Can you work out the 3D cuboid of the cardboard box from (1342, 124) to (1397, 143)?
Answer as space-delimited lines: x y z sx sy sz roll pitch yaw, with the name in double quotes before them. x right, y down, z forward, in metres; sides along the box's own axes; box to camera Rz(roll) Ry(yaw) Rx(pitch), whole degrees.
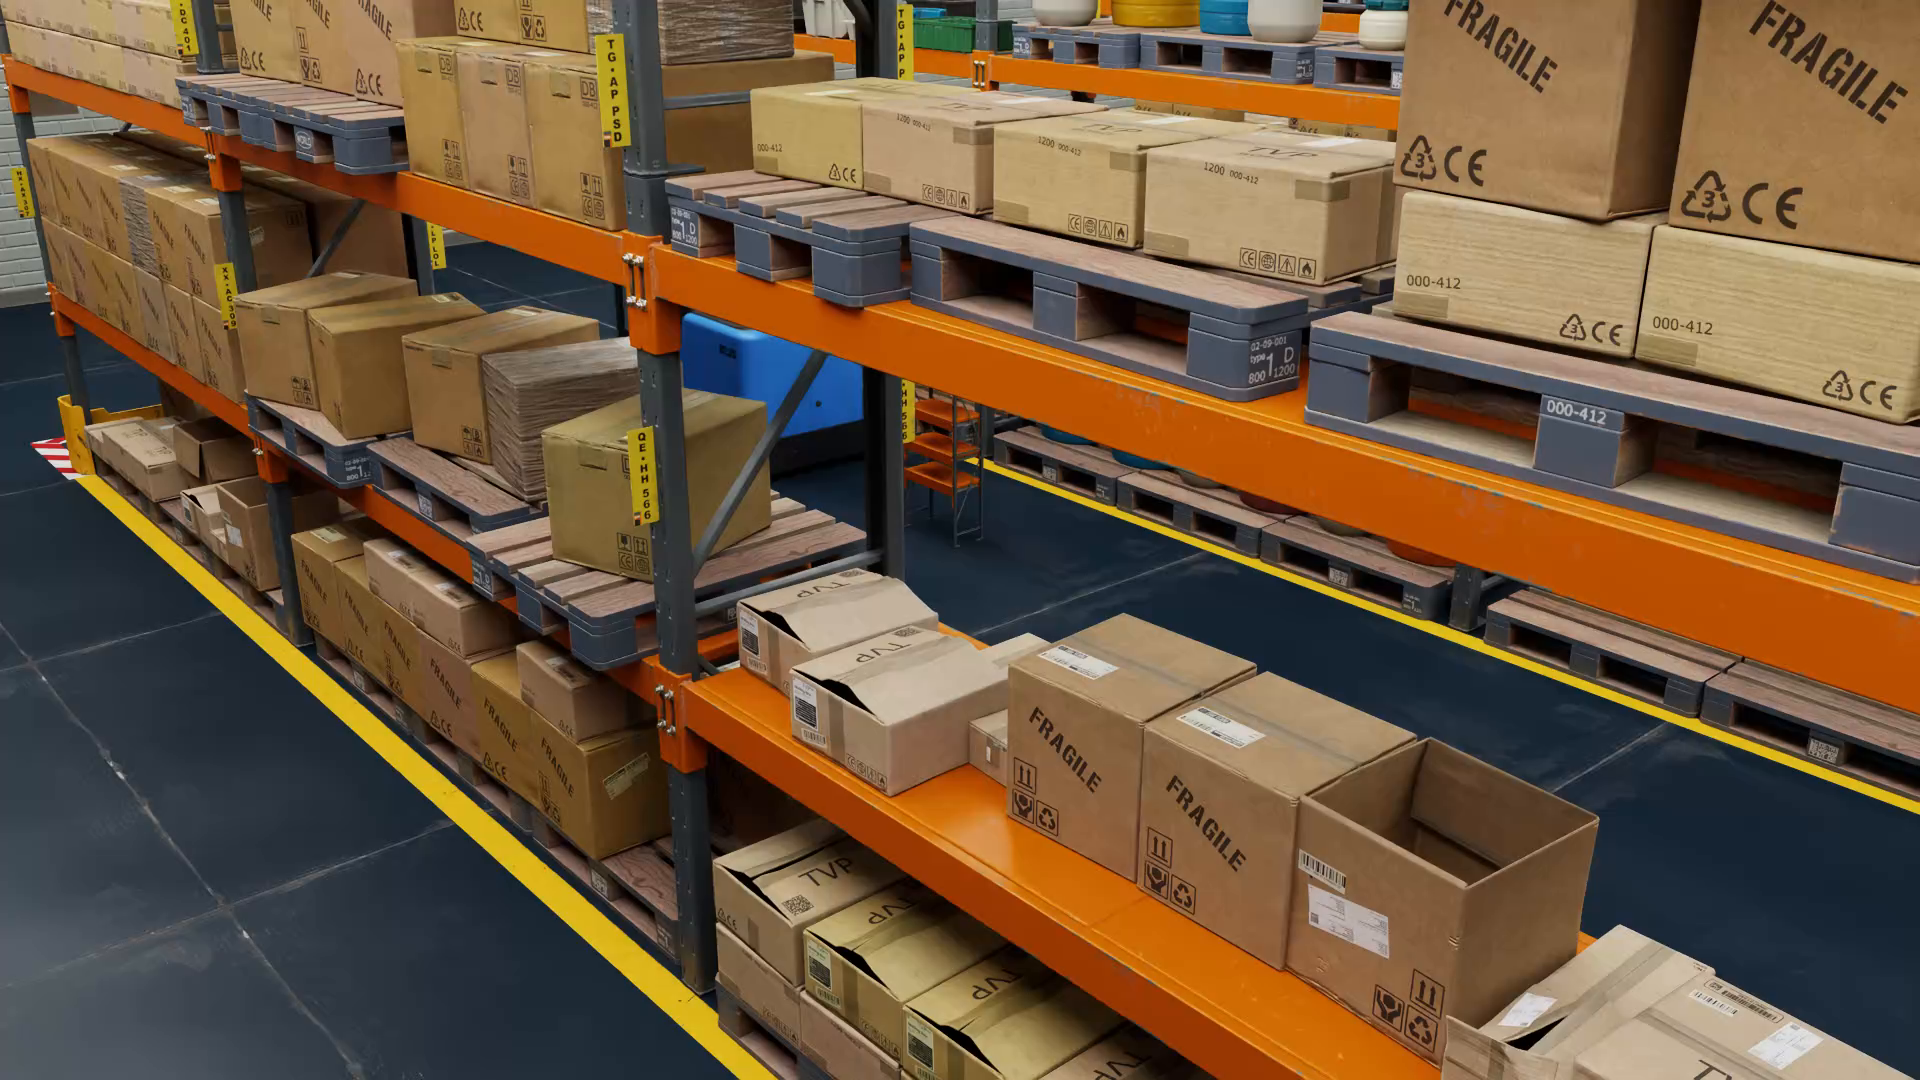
"cardboard box" 3.770 -3.780 14.792 0.500 0.500 0.500 -16 27 -36

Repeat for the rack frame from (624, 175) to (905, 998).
"rack frame" -0.624 0.163 5.954 1.000 3.000 0.127 -17 27 -37

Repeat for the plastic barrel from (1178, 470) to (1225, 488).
"plastic barrel" 1.625 -0.630 10.814 0.421 0.512 0.421 0 21 0

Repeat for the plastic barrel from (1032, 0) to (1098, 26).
"plastic barrel" 0.674 -3.570 10.611 0.433 0.535 0.433 0 21 0

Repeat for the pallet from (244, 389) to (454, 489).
"pallet" -2.796 -0.606 8.180 1.003 0.211 1.213 -17 27 -37

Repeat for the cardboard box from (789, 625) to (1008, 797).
"cardboard box" -0.187 0.498 5.221 0.500 0.311 0.500 -18 28 -38

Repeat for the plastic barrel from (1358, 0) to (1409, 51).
"plastic barrel" 2.320 -2.804 9.031 0.301 0.262 0.301 0 21 0

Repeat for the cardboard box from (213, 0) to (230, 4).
"cardboard box" -3.581 -2.976 8.348 0.700 0.500 0.500 -17 27 -37

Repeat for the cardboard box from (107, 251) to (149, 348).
"cardboard box" -4.765 -1.489 10.035 0.500 0.500 0.500 -17 27 -37

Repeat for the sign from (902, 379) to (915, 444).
"sign" -0.205 -0.509 6.082 0.100 0.325 0.005 -17 27 -37

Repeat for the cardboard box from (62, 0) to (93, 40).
"cardboard box" -4.732 -2.987 9.405 0.500 0.250 0.500 -17 27 -37

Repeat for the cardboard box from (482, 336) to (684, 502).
"cardboard box" -1.573 -0.524 6.996 0.700 0.500 0.500 -12 24 -28

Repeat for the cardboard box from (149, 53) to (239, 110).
"cardboard box" -3.754 -2.340 8.437 0.500 0.250 0.500 -17 27 -37

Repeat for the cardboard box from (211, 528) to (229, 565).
"cardboard box" -4.112 0.002 9.673 0.380 0.149 0.250 -17 27 -37

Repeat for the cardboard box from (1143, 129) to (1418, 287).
"cardboard box" 0.786 -0.797 3.922 0.500 0.250 0.500 20 29 41

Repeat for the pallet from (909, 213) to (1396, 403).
"pallet" 0.619 -0.671 4.230 1.003 0.211 1.213 -16 26 -35

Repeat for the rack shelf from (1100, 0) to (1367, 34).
"rack shelf" 2.967 -4.913 15.789 1.077 0.370 4.000 -17 27 -37

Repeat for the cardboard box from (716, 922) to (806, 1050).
"cardboard box" -0.504 1.463 5.831 0.500 0.250 0.500 -18 27 -38

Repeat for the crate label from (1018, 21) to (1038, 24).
"crate label" 0.420 -3.598 11.805 0.293 0.136 0.466 -17 27 -37

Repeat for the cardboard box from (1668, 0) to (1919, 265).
"cardboard box" 1.614 -0.783 2.858 0.500 0.500 0.500 -17 27 -37

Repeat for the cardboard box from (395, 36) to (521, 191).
"cardboard box" -1.606 -1.677 6.402 0.910 0.500 0.500 -17 27 -37

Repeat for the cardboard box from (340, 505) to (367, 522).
"cardboard box" -3.345 -0.062 9.613 0.500 0.311 0.500 -17 27 -37

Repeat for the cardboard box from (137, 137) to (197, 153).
"cardboard box" -5.017 -2.362 10.894 0.500 0.500 0.500 -17 27 -36

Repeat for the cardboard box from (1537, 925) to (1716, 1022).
"cardboard box" 1.564 1.092 3.927 0.380 0.149 0.250 -17 27 -37

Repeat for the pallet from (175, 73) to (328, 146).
"pallet" -2.862 -2.054 7.760 1.213 0.211 1.003 -17 27 -37

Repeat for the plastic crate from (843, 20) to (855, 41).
"plastic crate" -0.598 -3.655 11.950 0.293 0.136 0.466 -17 27 -37

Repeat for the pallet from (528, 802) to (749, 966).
"pallet" -1.082 1.247 7.012 1.003 0.211 1.213 -17 27 -37

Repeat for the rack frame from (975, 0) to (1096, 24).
"rack frame" 0.520 -4.913 10.689 1.000 3.000 0.127 -17 27 -37

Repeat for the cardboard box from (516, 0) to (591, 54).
"cardboard box" -1.237 -2.008 5.877 0.500 0.500 0.500 -17 27 -37

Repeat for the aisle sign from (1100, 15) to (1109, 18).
"aisle sign" 1.387 -5.563 17.010 0.394 0.787 0.004 -17 27 -37

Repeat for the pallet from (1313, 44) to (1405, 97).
"pallet" 2.706 -2.558 9.048 1.003 0.211 1.213 -17 27 -37

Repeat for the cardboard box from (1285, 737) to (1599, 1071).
"cardboard box" 1.154 0.860 4.037 0.500 0.500 0.500 -15 26 -34

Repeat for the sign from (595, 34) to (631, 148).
"sign" -1.036 -1.345 4.984 0.100 0.325 0.005 -17 27 -37

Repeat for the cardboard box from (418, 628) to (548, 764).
"cardboard box" -2.097 0.633 7.578 0.500 0.500 0.500 -19 28 -39

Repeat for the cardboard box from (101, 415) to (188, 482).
"cardboard box" -5.379 -0.615 11.109 0.500 0.250 0.500 -17 27 -37

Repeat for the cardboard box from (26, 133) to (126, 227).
"cardboard box" -5.756 -2.374 10.923 0.500 0.500 0.500 -16 27 -36

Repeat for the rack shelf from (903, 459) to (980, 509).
"rack shelf" -0.108 -0.357 10.479 0.258 0.148 0.480 -17 27 -37

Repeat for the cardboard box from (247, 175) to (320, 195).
"cardboard box" -3.666 -1.793 9.442 0.500 0.500 0.500 -19 28 -39

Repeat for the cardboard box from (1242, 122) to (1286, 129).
"cardboard box" 2.784 -3.851 16.002 0.500 0.250 0.500 -18 28 -38

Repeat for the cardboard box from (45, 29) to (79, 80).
"cardboard box" -5.059 -2.892 9.848 0.500 0.250 0.500 -17 27 -37

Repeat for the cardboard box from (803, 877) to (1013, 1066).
"cardboard box" -0.155 1.345 5.363 0.500 0.311 0.500 -18 28 -39

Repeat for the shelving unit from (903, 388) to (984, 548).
"shelving unit" -0.108 -0.604 10.382 0.258 1.200 0.503 -17 27 -37

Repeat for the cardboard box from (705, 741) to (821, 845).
"cardboard box" -0.704 0.929 6.824 0.500 0.500 0.500 -16 27 -35

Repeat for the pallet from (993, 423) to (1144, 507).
"pallet" 0.992 -0.598 11.722 1.003 0.211 1.213 -17 27 -37

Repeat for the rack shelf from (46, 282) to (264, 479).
"rack shelf" -4.540 -1.159 10.317 1.077 0.370 4.000 -17 27 -37

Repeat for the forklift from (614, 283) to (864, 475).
"forklift" -1.971 -2.260 12.234 1.130 2.935 3.031 -16 27 -36

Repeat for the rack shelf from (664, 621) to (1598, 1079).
"rack shelf" 0.682 1.051 4.674 1.077 0.370 4.000 -17 27 -37

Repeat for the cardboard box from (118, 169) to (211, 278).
"cardboard box" -4.426 -1.812 9.489 0.500 0.500 0.500 -17 27 -37
